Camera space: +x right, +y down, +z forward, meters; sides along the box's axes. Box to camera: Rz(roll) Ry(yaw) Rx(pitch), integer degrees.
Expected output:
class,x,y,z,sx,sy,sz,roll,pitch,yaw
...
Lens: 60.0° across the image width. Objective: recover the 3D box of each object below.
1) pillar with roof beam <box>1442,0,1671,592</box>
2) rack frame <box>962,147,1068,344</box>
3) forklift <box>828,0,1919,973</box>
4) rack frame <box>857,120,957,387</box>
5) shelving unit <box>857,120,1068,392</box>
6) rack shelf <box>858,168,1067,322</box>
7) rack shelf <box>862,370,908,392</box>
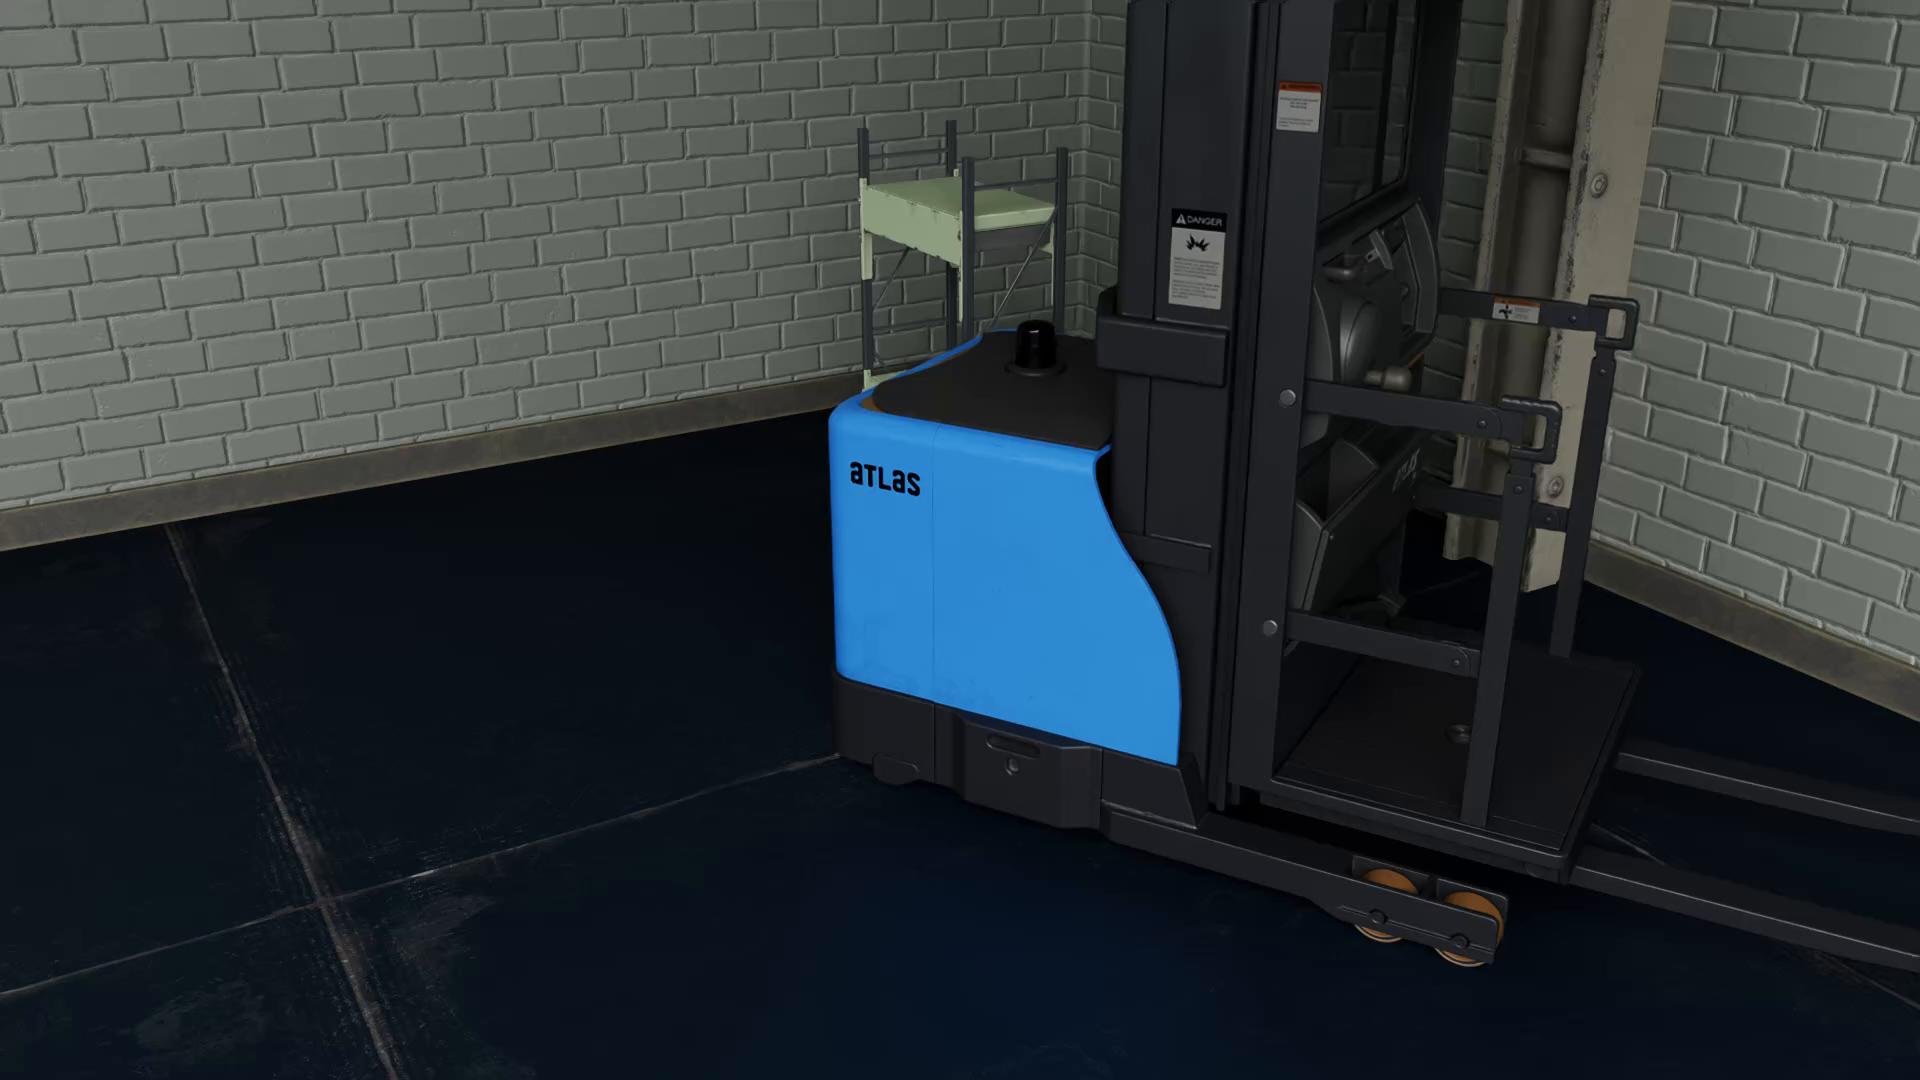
class,x,y,z,sx,sy,sz,roll,pitch,yaw
pillar with roof beam,-1.682,-3.249,2.354,9.100,9.000,0.400,-13,25,-28
rack frame,0.184,-0.578,5.743,0.400,1.500,0.023,-13,25,-28
forklift,1.179,-0.595,3.882,3.031,2.935,1.130,12,25,27
rack frame,-0.190,-0.815,6.326,0.400,1.500,0.023,-13,25,-28
shelving unit,-0.003,-0.697,6.034,0.431,1.500,0.755,-13,25,-28
rack shelf,-0.003,-1.058,5.887,0.431,0.370,0.720,-13,25,-28
rack shelf,-0.003,-0.395,6.157,0.431,0.370,0.720,-13,25,-28
